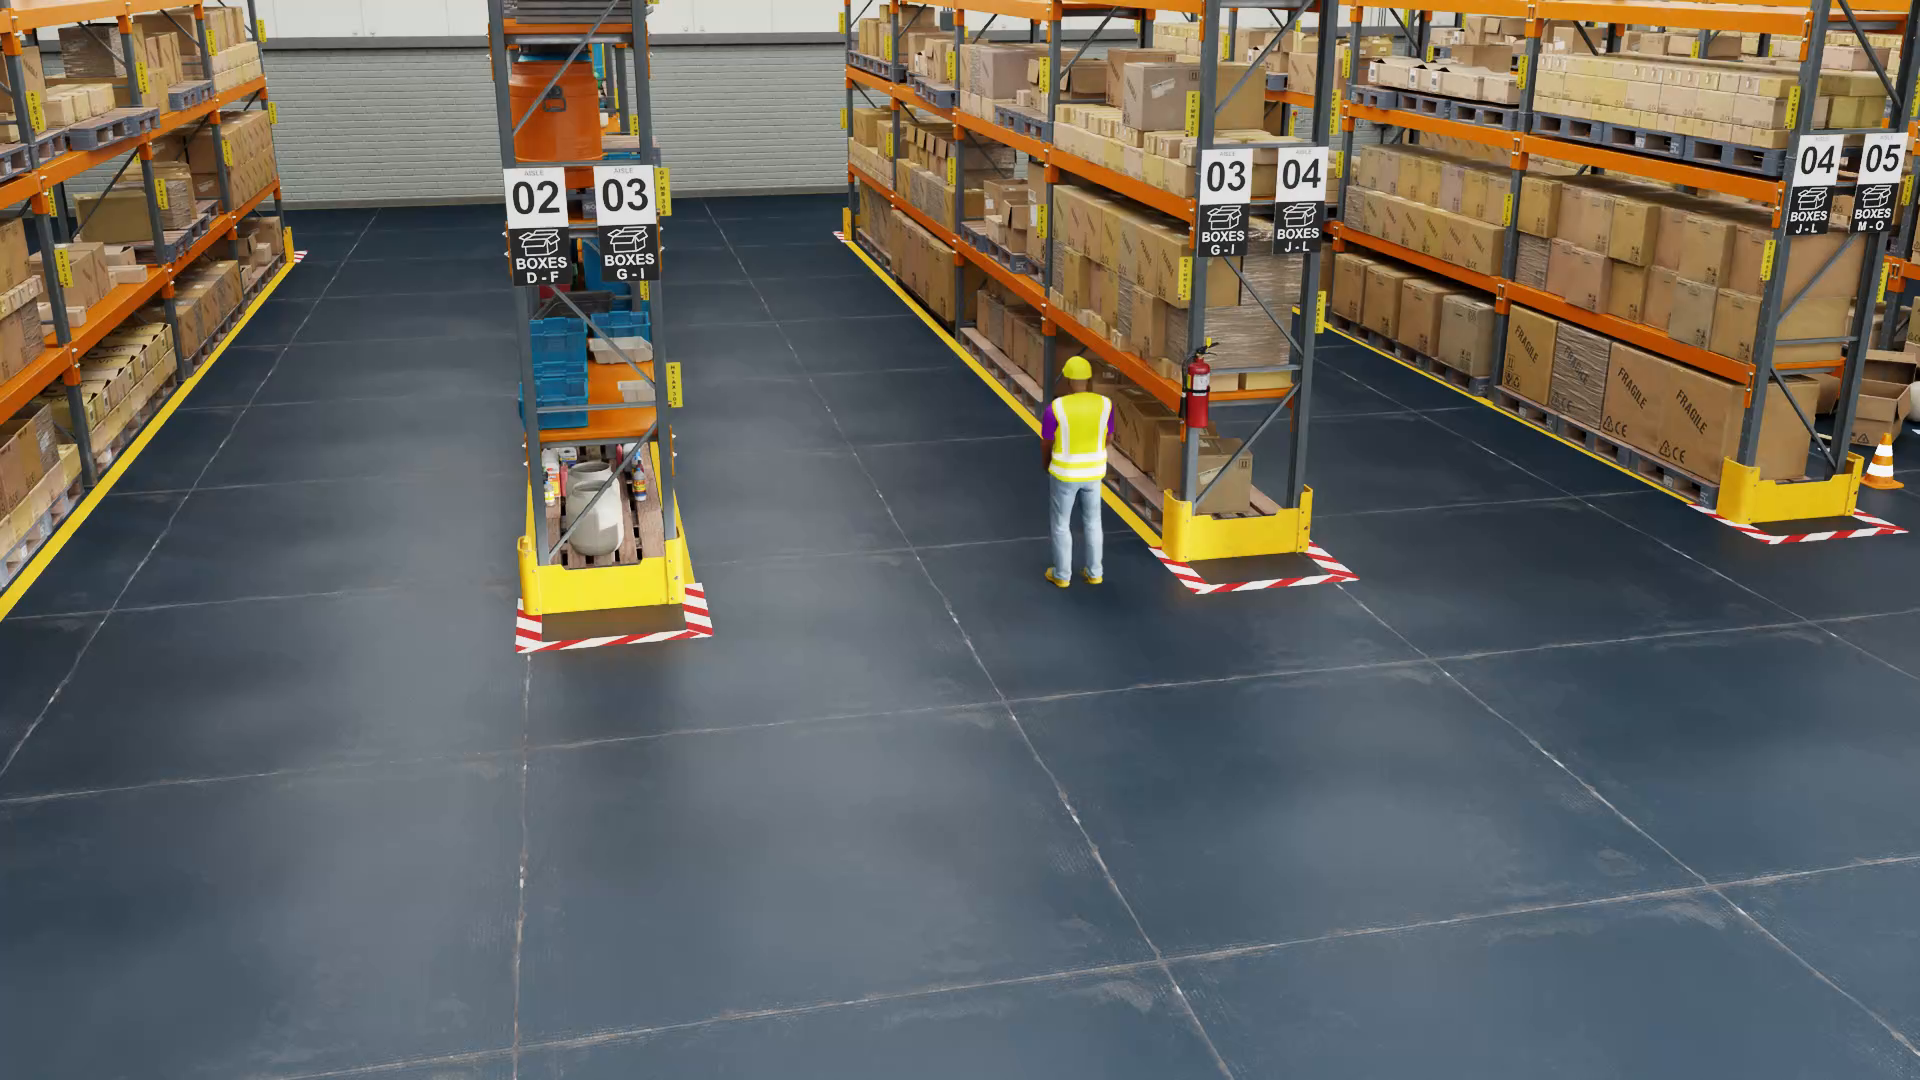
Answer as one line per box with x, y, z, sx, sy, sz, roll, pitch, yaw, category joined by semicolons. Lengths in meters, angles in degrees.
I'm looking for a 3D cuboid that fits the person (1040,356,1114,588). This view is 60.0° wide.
0.858;-0.525;12.516;0.562;1.768;0.509;-5;20;-13;person
